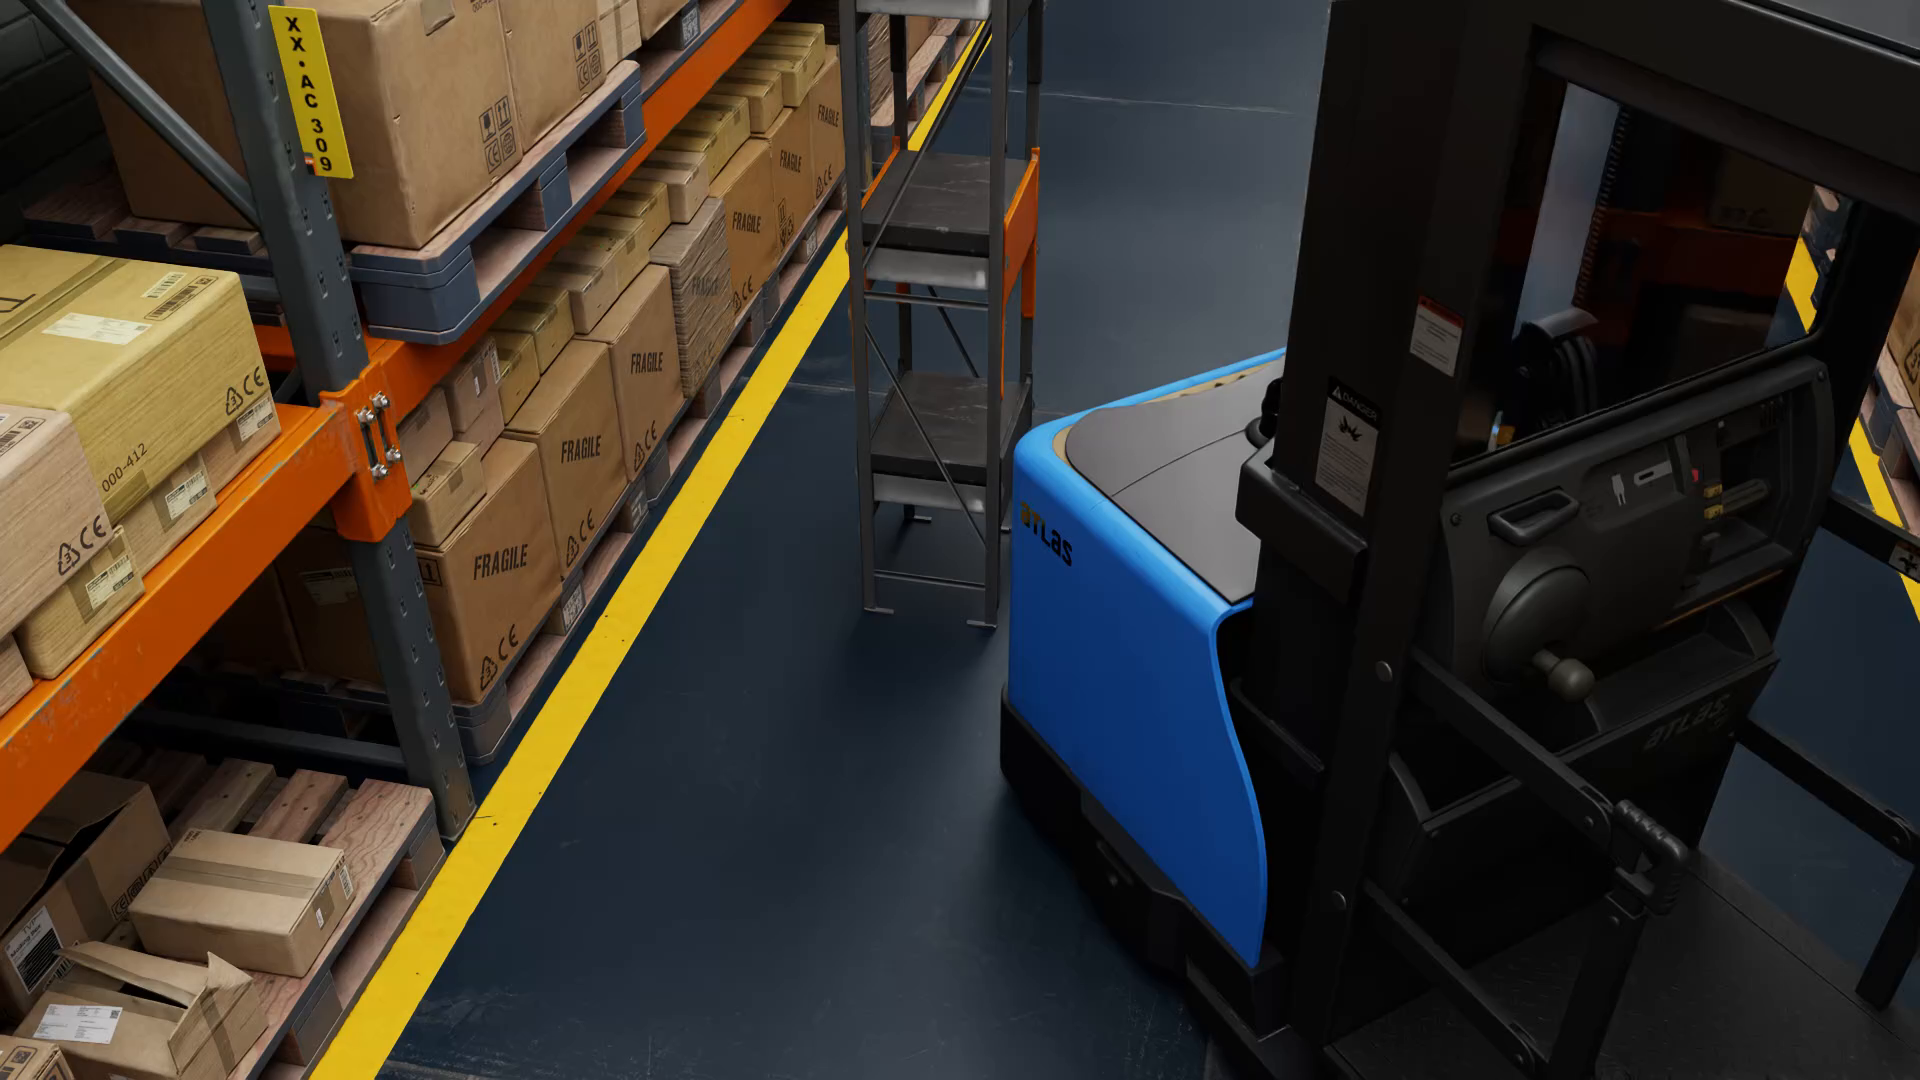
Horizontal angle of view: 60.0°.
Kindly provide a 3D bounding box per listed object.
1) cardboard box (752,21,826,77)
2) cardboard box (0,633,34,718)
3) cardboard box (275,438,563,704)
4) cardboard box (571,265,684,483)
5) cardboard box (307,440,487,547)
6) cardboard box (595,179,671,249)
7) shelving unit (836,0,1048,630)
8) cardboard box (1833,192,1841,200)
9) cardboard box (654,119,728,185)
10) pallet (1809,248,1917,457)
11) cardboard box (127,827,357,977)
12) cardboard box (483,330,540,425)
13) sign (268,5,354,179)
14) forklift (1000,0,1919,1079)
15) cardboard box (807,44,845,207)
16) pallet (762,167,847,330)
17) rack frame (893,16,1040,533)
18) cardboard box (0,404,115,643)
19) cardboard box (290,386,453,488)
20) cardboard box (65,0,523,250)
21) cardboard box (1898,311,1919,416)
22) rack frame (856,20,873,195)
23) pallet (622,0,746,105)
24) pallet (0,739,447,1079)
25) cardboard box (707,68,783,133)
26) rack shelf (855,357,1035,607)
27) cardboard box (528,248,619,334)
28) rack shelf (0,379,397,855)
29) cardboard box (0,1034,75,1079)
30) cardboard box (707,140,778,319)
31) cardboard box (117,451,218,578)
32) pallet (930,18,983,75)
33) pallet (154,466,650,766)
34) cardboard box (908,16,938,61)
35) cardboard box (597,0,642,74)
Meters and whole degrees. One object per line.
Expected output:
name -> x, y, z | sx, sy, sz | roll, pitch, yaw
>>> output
cardboard box -> -0.748, -1.944, 6.596 | 0.380, 0.149, 0.250 | 6, 36, 8
cardboard box -> -1.715, 0.222, 2.602 | 0.380, 0.149, 0.250 | 8, 37, 11
cardboard box -> -1.422, 0.048, 4.400 | 0.500, 0.500, 0.500 | 9, 37, 12
cardboard box -> -1.207, -0.544, 5.217 | 0.500, 0.500, 0.500 | 6, 36, 9
cardboard box -> -1.408, -0.138, 4.104 | 0.380, 0.149, 0.250 | 9, 37, 12
cardboard box -> -1.161, -1.053, 5.366 | 0.380, 0.149, 0.250 | 7, 37, 10
shelving unit -> -0.035, -0.755, 4.503 | 0.431, 2.100, 0.503 | 7, 37, 10
cardboard box -> 4.090, -1.647, 6.848 | 0.950, 0.372, 0.625 | 5, 36, 7
cardboard box -> -1.029, -1.349, 5.775 | 0.380, 0.149, 0.250 | 7, 36, 9
pallet -> 3.718, -0.647, 5.962 | 1.003, 0.211, 1.213 | 7, 37, 10
cardboard box -> -1.577, 0.795, 3.668 | 0.380, 0.149, 0.250 | 6, 36, 9
cardboard box -> -1.381, -0.455, 4.541 | 0.380, 0.149, 0.250 | 6, 36, 8
sign -> -1.213, -0.832, 3.104 | 0.100, 0.325, 0.005 | 7, 37, 10
forklift -> 1.281, 0.043, 2.694 | 1.130, 2.935, 3.031 | -19, 40, -24
cardboard box -> -0.771, -1.727, 6.849 | 0.500, 0.500, 0.500 | 8, 37, 11
pallet -> -1.087, -1.286, 6.844 | 1.003, 0.211, 1.213 | 7, 37, 10
rack frame -> 0.017, -0.895, 4.696 | 0.400, 2.100, 0.015 | 7, 37, 10
cardboard box -> -1.708, 0.007, 2.559 | 0.500, 0.250, 0.500 | 7, 37, 10
cardboard box -> -1.467, -0.266, 4.027 | 0.380, 0.149, 0.250 | 7, 36, 9
cardboard box -> -1.423, -1.005, 3.637 | 0.700, 0.500, 0.500 | 8, 37, 11
cardboard box -> 3.536, -0.632, 5.018 | 0.875, 0.875, 0.875 | 8, 37, 11
rack frame -> -0.890, -2.838, 6.610 | 1.000, 3.000, 0.127 | 7, 37, 10
pallet -> -1.301, -1.645, 5.127 | 1.003, 0.211, 1.213 | 7, 37, 10
pallet -> -1.892, 0.978, 3.721 | 1.003, 0.211, 1.213 | 7, 37, 10
cardboard box -> -0.876, -1.638, 6.174 | 0.380, 0.149, 0.250 | 6, 36, 8
rack shelf -> -0.035, -0.177, 4.922 | 0.431, 0.518, 0.480 | 7, 37, 10
cardboard box -> -1.246, -0.752, 4.952 | 0.380, 0.149, 0.250 | 7, 37, 10
rack shelf -> -2.172, 0.893, 2.075 | 1.077, 0.370, 4.000 | 7, 37, 10
cardboard box -> -1.933, 1.171, 2.850 | 0.700, 0.500, 0.500 | 6, 36, 8
cardboard box -> -0.997, -1.141, 6.040 | 0.500, 0.500, 0.500 | 9, 37, 12
cardboard box -> -1.600, -0.077, 3.014 | 0.380, 0.149, 0.250 | 8, 37, 11
pallet -> -0.414, -2.874, 9.035 | 1.003, 0.211, 1.213 | 7, 37, 10
pallet -> -1.608, 0.113, 4.914 | 1.003, 0.211, 1.213 | 7, 37, 10
cardboard box -> -0.612, -2.778, 8.193 | 0.875, 0.625, 0.625 | 8, 37, 11
cardboard box -> -1.073, -1.409, 4.395 | 0.396, 0.266, 0.258 | 9, 37, 12
